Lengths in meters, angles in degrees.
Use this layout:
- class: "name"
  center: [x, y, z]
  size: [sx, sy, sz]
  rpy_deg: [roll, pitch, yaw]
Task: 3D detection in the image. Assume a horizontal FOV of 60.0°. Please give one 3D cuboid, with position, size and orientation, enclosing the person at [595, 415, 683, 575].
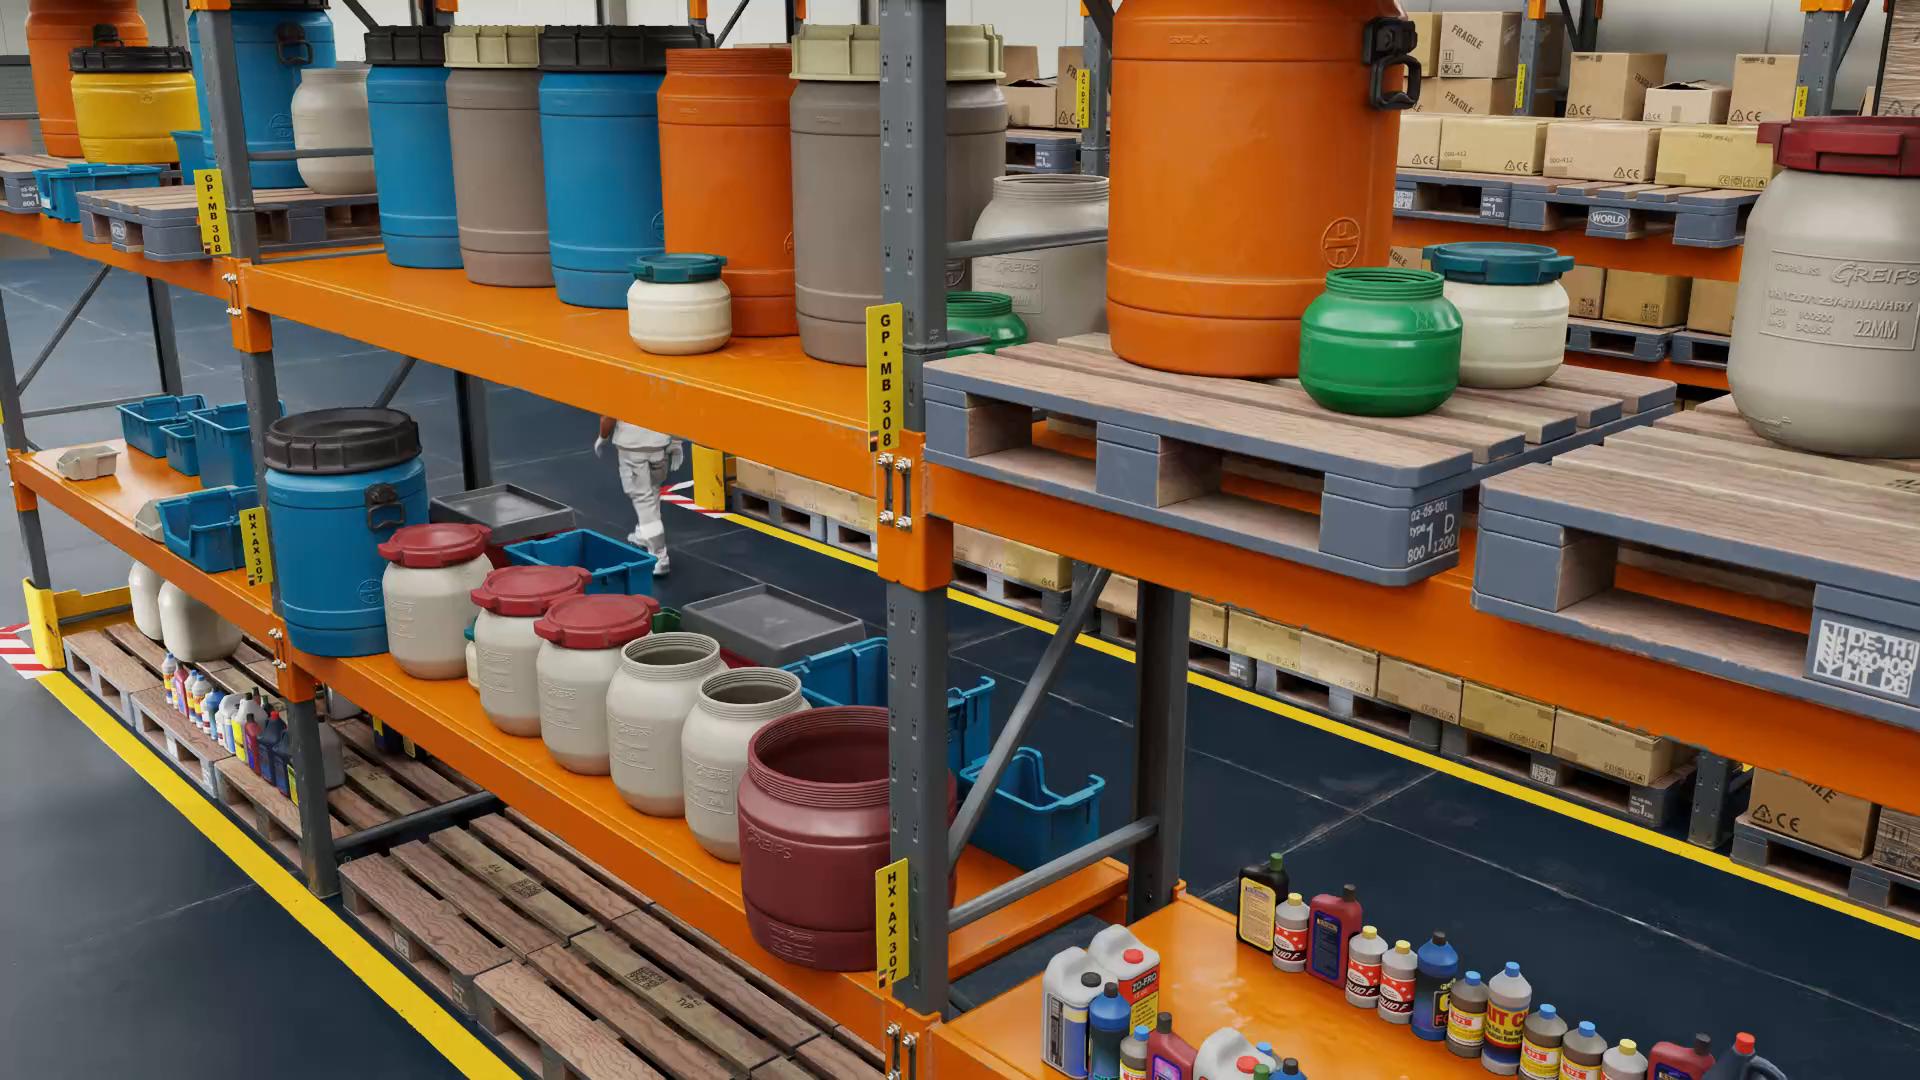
- class: "person"
  center: [-2.293, -0.703, 11.723]
  size: [0.534, 1.741, 0.958]
  rpy_deg: [-12, 21, -34]
